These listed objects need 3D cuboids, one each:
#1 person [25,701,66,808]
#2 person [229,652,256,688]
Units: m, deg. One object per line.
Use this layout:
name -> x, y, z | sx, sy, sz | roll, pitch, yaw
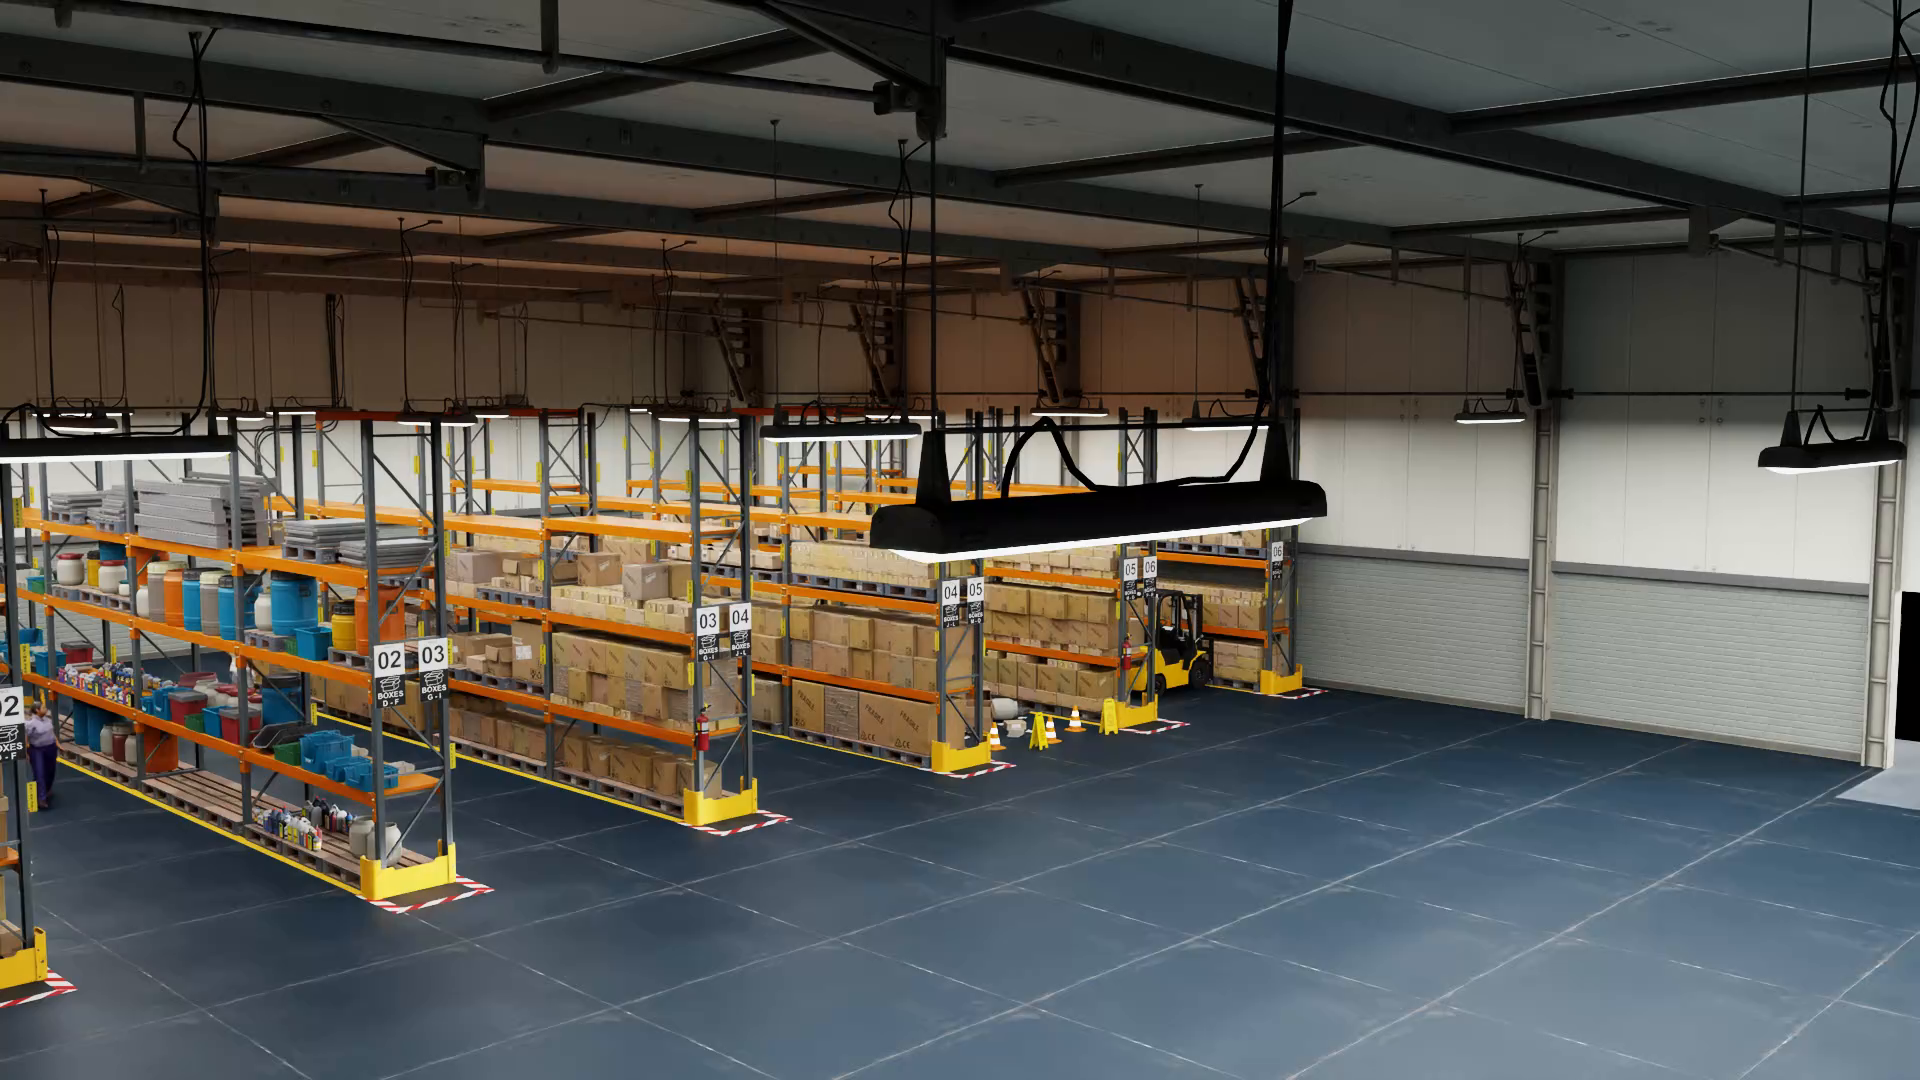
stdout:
person -> -14.120, 3.260, 25.606 | 0.592, 1.602, 0.970 | -5, 7, -43
person -> -13.951, 2.559, 32.402 | 0.631, 1.789, 0.442 | 3, 6, 27
